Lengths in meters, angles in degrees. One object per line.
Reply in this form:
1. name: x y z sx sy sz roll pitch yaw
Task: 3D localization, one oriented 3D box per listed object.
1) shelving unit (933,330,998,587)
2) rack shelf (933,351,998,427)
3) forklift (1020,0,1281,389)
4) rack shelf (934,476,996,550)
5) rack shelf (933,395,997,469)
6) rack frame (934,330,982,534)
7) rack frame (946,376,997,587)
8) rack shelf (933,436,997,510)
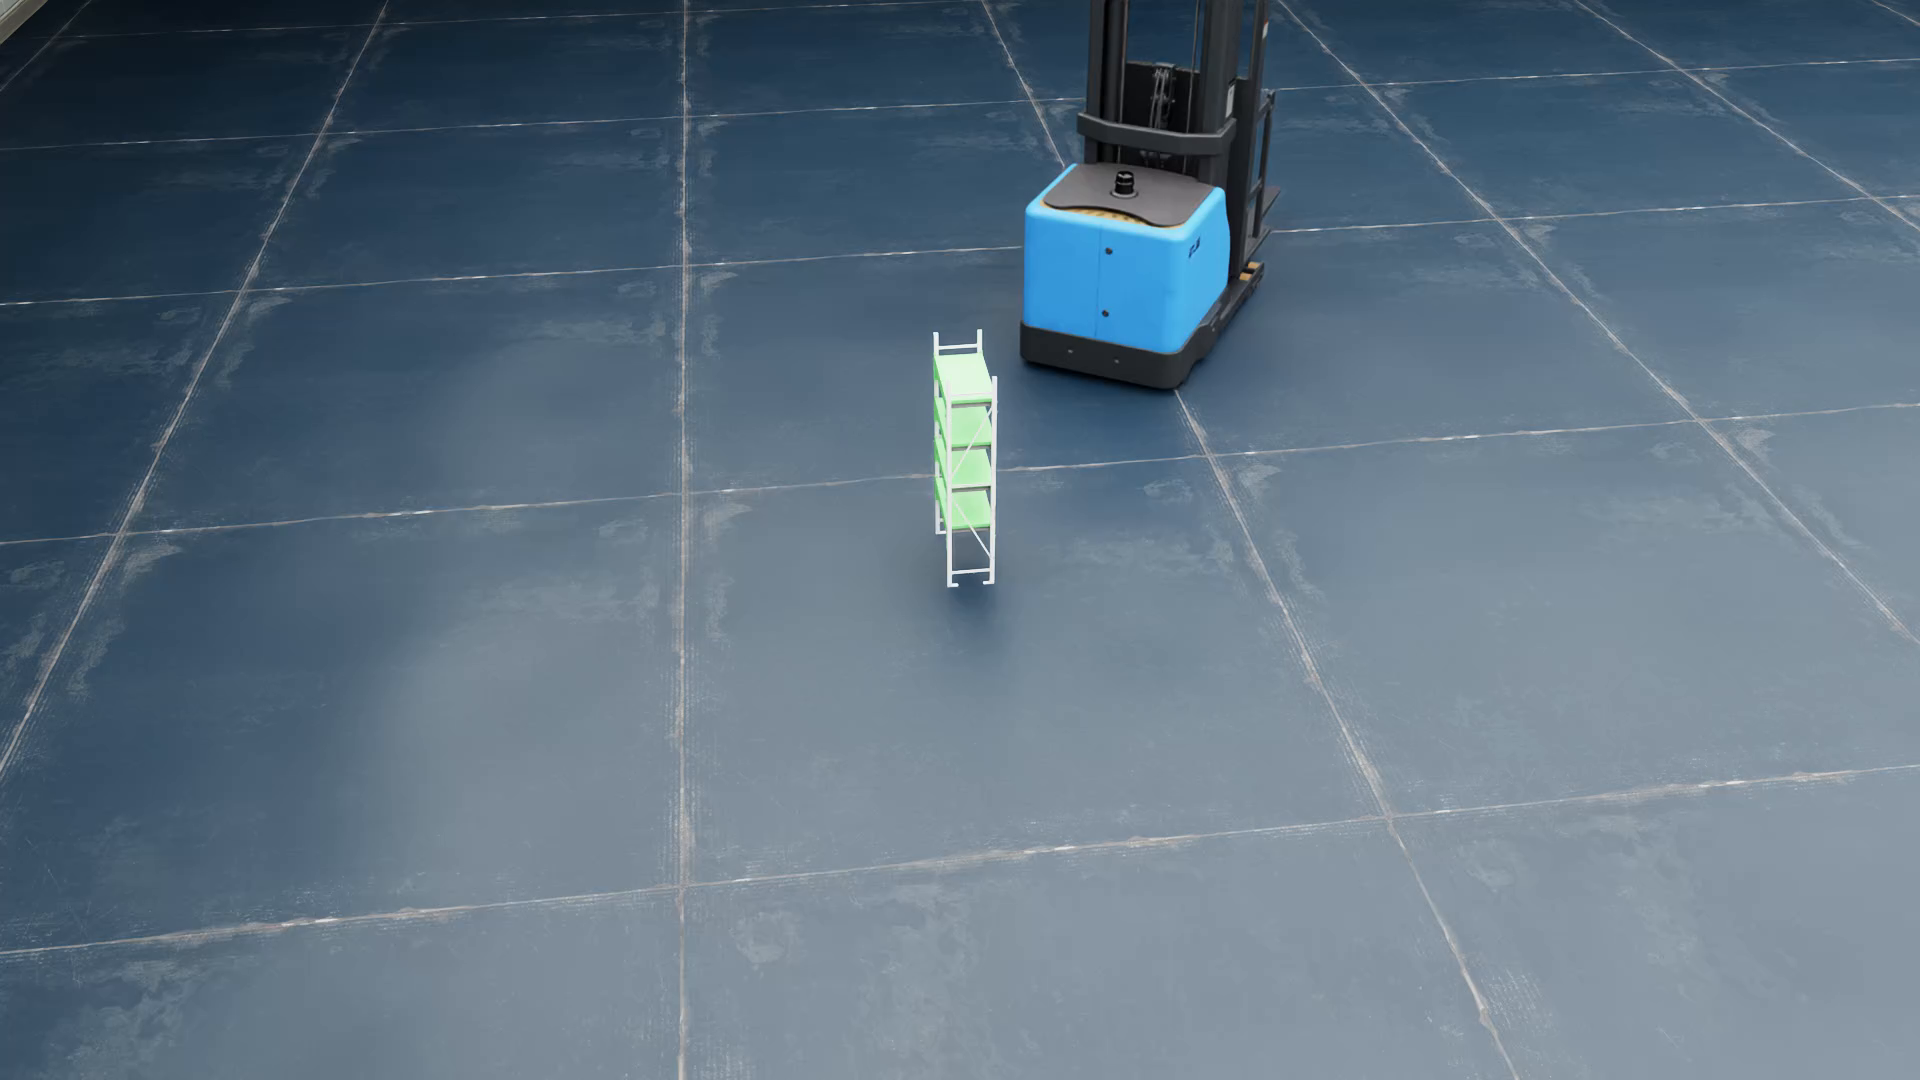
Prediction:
1. shelving unit: 0.022 -0.403 8.405 0.258 1.200 0.503 -4 35 -6
2. rack shelf: 0.022 -0.747 8.171 0.258 0.148 0.480 -4 35 -6
3. forklift: 1.444 -2.948 10.602 1.130 2.935 3.031 14 37 20
4. rack shelf: 0.022 -0.152 8.576 0.258 0.148 0.480 -4 35 -6
5. rack shelf: 0.022 -0.549 8.306 0.258 0.148 0.480 -4 35 -6
6. rack frame: -0.011 -0.540 8.605 0.240 1.200 0.015 -4 35 -6
7. rack frame: 0.055 -0.267 8.205 0.240 1.200 0.015 -4 35 -6
8. rack shelf: 0.022 -0.351 8.441 0.258 0.148 0.480 -4 35 -6
